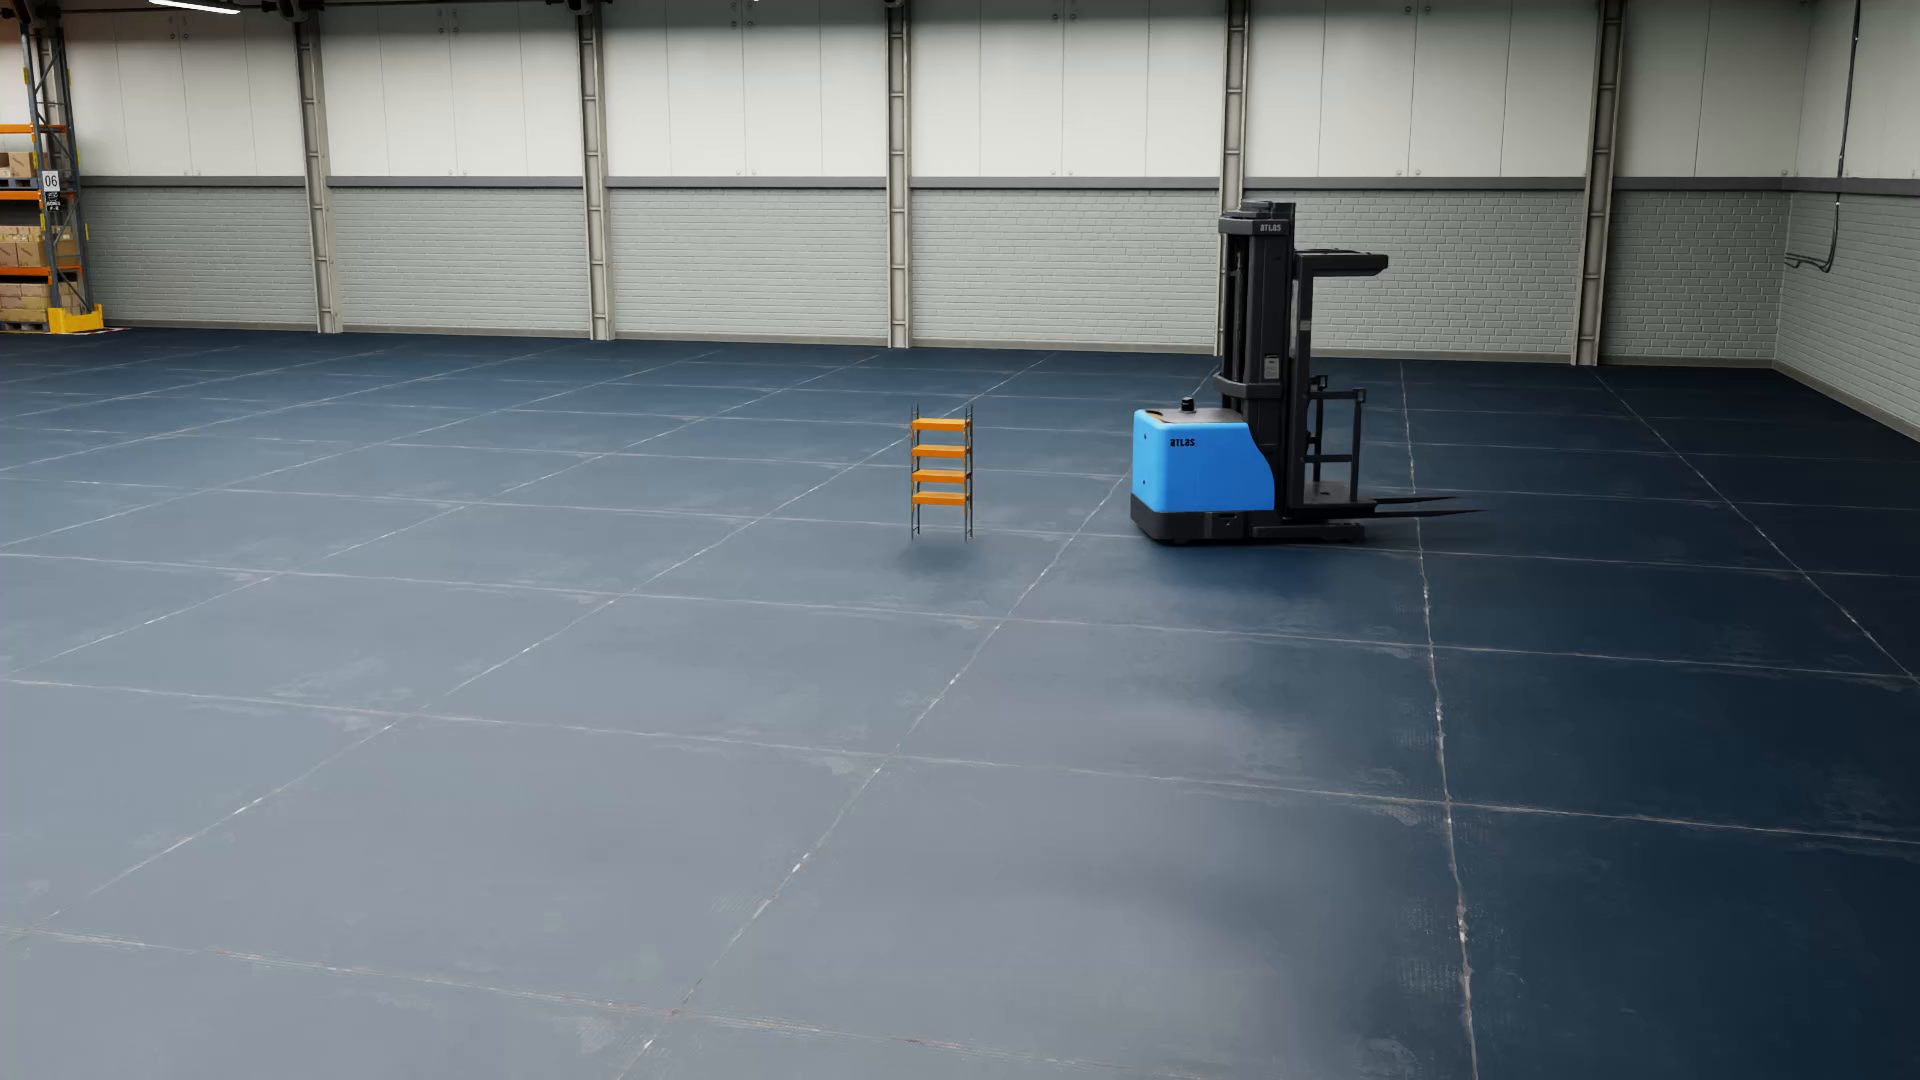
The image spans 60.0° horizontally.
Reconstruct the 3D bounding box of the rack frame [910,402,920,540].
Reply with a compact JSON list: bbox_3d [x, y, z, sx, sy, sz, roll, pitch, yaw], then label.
[{"bbox_3d":[-0.398,-0.607,14.700,0.015,1.200,0.240,3,13,14],"label":"rack frame"}]

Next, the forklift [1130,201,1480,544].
[{"bbox_3d":[3.124,-1.513,14.785,3.031,2.935,1.130,-2,13,-7],"label":"forklift"}]

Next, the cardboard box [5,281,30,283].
[{"bbox_3d":[-19.514,-5.232,34.459,0.500,0.250,0.500,3,13,13],"label":"cardboard box"}]

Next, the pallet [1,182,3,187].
[{"bbox_3d":[-19.992,-7.289,33.940,1.213,0.211,1.003,3,13,14],"label":"pallet"}]

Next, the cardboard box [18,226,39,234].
[{"bbox_3d":[-18.769,-6.254,33.581,0.250,0.149,0.380,3,13,14],"label":"cardboard box"}]

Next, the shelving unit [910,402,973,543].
[{"bbox_3d":[-0.161,-0.594,14.643,0.503,1.200,0.258,3,13,14],"label":"shelving unit"}]

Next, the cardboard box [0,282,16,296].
[{"bbox_3d":[-19.635,-5.121,33.961,0.500,0.250,0.500,3,13,14],"label":"cardboard box"}]

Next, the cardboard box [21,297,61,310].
[{"bbox_3d":[-18.671,-4.829,33.798,0.500,0.250,0.500,3,13,13],"label":"cardboard box"}]

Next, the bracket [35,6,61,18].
[{"bbox_3d":[-18.266,-10.578,33.326,0.430,0.232,0.235,3,13,14],"label":"bracket"}]

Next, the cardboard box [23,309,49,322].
[{"bbox_3d":[-18.656,-4.583,33.845,0.500,0.250,0.500,3,13,14],"label":"cardboard box"}]

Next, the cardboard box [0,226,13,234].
[{"bbox_3d":[-19.253,-6.290,33.745,0.250,0.149,0.380,3,13,14],"label":"cardboard box"}]

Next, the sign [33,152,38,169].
[{"bbox_3d":[-18.267,-7.507,32.859,0.005,0.325,0.100,3,13,14],"label":"sign"}]

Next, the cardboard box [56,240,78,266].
[{"bbox_3d":[-18.538,-5.896,34.151,0.500,0.500,0.500,3,13,15],"label":"cardboard box"}]

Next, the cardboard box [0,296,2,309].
[{"bbox_3d":[-19.662,-4.880,34.026,0.500,0.250,0.500,3,13,12],"label":"cardboard box"}]

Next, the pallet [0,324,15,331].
[{"bbox_3d":[-20.057,-4.496,34.511,1.213,0.211,1.003,3,13,14],"label":"pallet"}]

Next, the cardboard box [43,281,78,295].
[{"bbox_3d":[-18.545,-5.178,34.218,0.500,0.250,0.500,3,13,13],"label":"cardboard box"}]

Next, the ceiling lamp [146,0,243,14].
[{"bbox_3d":[-12.464,-10.380,27.267,0.800,3.185,2.000,3,13,14],"label":"ceiling lamp"}]

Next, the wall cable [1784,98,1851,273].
[{"bbox_3d":[13.086,-5.413,25.526,0.112,2.526,3.097,3,13,14],"label":"wall cable"}]

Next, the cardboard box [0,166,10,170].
[{"bbox_3d":[-19.247,-7.408,33.381,0.258,0.266,0.396,3,13,14],"label":"cardboard box"}]

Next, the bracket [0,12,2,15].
[{"bbox_3d":[-21.573,-10.755,34.123,4.783,0.066,0.076,3,13,14],"label":"bracket"}]

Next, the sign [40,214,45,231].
[{"bbox_3d":[-18.267,-6.330,33.120,0.005,0.325,0.100,3,13,14],"label":"sign"}]

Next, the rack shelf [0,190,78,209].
[{"bbox_3d":[-20.066,-6.980,34.003,4.000,0.370,1.077,3,13,14],"label":"rack shelf"}]

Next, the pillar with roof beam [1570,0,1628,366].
[{"bbox_3d":[9.511,-6.455,23.052,0.400,9.000,9.100,3,13,14],"label":"pillar with roof beam"}]

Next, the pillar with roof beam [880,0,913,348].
[{"bbox_3d":[-2.140,-7.078,25.859,0.548,9.000,9.100,3,13,14],"label":"pillar with roof beam"}]

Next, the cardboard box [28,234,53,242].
[{"bbox_3d":[-18.527,-6.087,33.517,0.250,0.149,0.380,3,13,14],"label":"cardboard box"}]

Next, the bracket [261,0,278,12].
[{"bbox_3d":[-13.247,-10.310,32.117,0.430,0.232,0.235,3,13,14],"label":"bracket"}]

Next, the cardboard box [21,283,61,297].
[{"bbox_3d":[-18.646,-5.072,33.738,0.500,0.250,0.500,4,13,15],"label":"cardboard box"}]

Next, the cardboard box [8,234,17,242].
[{"bbox_3d":[-19.020,-6.121,33.667,0.250,0.149,0.380,3,13,15],"label":"cardboard box"}]

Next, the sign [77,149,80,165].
[{"bbox_3d":[-17.985,-7.809,33.879,0.005,0.325,0.100,3,13,14],"label":"sign"}]

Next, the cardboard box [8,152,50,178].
[{"bbox_3d":[-18.612,-7.501,33.263,0.500,0.500,0.500,3,13,15],"label":"cardboard box"}]

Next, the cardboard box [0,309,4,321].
[{"bbox_3d":[-19.620,-4.639,34.096,0.500,0.250,0.500,3,13,14],"label":"cardboard box"}]

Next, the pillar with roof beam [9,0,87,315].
[{"bbox_3d":[-19.615,-8.012,30.069,0.548,9.000,9.100,3,13,14],"label":"pillar with roof beam"}]

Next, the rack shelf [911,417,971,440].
[{"bbox_3d":[-0.161,-0.978,14.557,0.480,0.148,0.258,3,13,14],"label":"rack shelf"}]

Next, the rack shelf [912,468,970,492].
[{"bbox_3d":[-0.161,-0.529,14.657,0.480,0.148,0.258,3,13,14],"label":"rack shelf"}]

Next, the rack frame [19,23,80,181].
[{"bbox_3d":[-18.124,-8.691,33.132,0.127,3.000,1.000,3,13,14],"label":"rack frame"}]

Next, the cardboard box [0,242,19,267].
[{"bbox_3d":[-19.166,-5.811,33.768,0.500,0.500,0.500,3,13,15],"label":"cardboard box"}]

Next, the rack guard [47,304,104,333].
[{"bbox_3d":[-18.100,-4.541,34.047,0.348,0.500,1.175,3,13,14],"label":"rack guard"}]

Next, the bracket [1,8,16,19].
[{"bbox_3d":[-19.072,-10.621,33.520,0.430,0.232,0.235,3,13,14],"label":"bracket"}]
